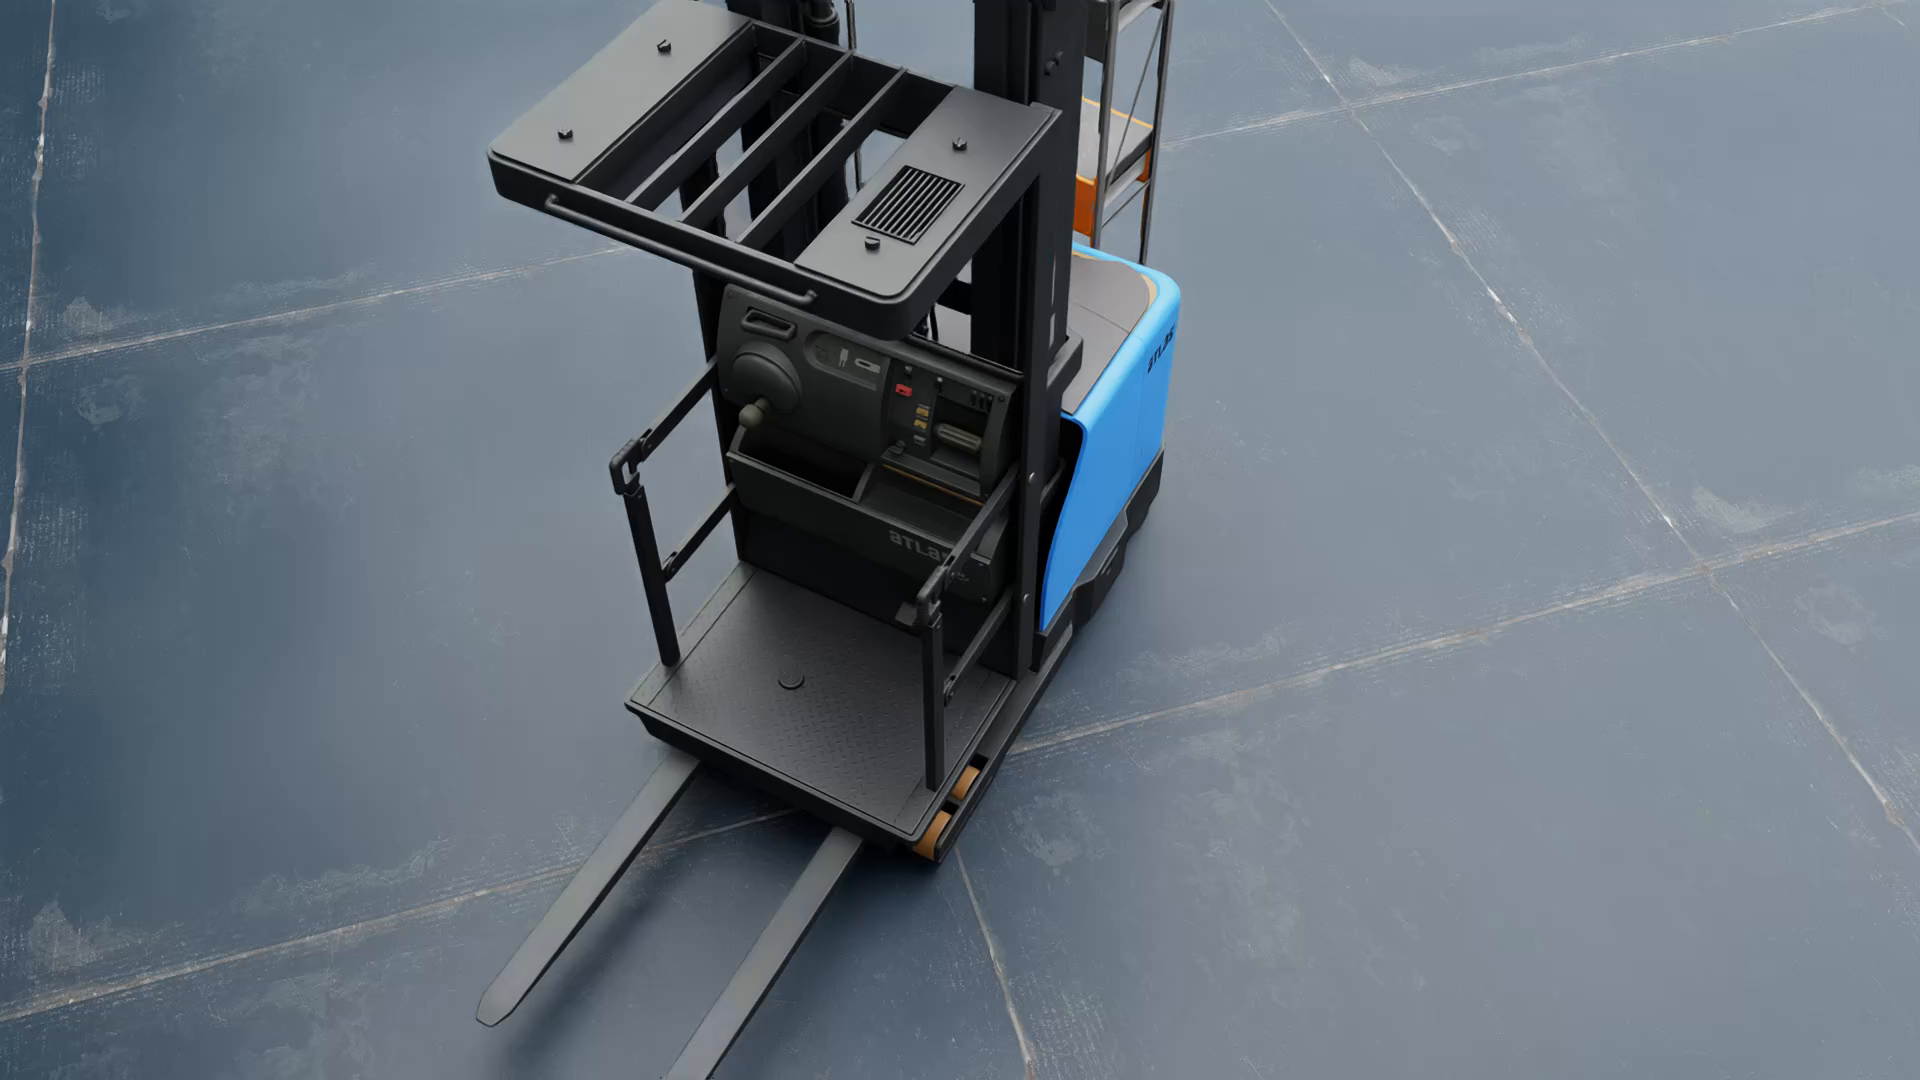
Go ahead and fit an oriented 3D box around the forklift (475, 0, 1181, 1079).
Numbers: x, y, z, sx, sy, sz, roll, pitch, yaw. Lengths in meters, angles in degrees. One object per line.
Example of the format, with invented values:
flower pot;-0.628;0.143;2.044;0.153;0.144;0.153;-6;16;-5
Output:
forklift;-0.386;-0.317;4.601;1.130;2.935;3.031;22;53;18

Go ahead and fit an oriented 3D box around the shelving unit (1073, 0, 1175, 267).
shelving unit;0.382;-1.287;5.962;0.503;2.100;0.431;29;56;22

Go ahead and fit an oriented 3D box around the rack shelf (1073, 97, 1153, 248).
rack shelf;0.382;-1.278;5.972;0.480;0.518;0.431;29;56;22

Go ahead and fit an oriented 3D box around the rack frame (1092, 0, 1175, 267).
rack frame;0.581;-1.179;5.870;0.015;2.100;0.400;29;56;22

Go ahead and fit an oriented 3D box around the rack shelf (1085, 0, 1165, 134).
rack shelf;0.382;-1.730;5.437;0.480;0.518;0.431;29;56;22
